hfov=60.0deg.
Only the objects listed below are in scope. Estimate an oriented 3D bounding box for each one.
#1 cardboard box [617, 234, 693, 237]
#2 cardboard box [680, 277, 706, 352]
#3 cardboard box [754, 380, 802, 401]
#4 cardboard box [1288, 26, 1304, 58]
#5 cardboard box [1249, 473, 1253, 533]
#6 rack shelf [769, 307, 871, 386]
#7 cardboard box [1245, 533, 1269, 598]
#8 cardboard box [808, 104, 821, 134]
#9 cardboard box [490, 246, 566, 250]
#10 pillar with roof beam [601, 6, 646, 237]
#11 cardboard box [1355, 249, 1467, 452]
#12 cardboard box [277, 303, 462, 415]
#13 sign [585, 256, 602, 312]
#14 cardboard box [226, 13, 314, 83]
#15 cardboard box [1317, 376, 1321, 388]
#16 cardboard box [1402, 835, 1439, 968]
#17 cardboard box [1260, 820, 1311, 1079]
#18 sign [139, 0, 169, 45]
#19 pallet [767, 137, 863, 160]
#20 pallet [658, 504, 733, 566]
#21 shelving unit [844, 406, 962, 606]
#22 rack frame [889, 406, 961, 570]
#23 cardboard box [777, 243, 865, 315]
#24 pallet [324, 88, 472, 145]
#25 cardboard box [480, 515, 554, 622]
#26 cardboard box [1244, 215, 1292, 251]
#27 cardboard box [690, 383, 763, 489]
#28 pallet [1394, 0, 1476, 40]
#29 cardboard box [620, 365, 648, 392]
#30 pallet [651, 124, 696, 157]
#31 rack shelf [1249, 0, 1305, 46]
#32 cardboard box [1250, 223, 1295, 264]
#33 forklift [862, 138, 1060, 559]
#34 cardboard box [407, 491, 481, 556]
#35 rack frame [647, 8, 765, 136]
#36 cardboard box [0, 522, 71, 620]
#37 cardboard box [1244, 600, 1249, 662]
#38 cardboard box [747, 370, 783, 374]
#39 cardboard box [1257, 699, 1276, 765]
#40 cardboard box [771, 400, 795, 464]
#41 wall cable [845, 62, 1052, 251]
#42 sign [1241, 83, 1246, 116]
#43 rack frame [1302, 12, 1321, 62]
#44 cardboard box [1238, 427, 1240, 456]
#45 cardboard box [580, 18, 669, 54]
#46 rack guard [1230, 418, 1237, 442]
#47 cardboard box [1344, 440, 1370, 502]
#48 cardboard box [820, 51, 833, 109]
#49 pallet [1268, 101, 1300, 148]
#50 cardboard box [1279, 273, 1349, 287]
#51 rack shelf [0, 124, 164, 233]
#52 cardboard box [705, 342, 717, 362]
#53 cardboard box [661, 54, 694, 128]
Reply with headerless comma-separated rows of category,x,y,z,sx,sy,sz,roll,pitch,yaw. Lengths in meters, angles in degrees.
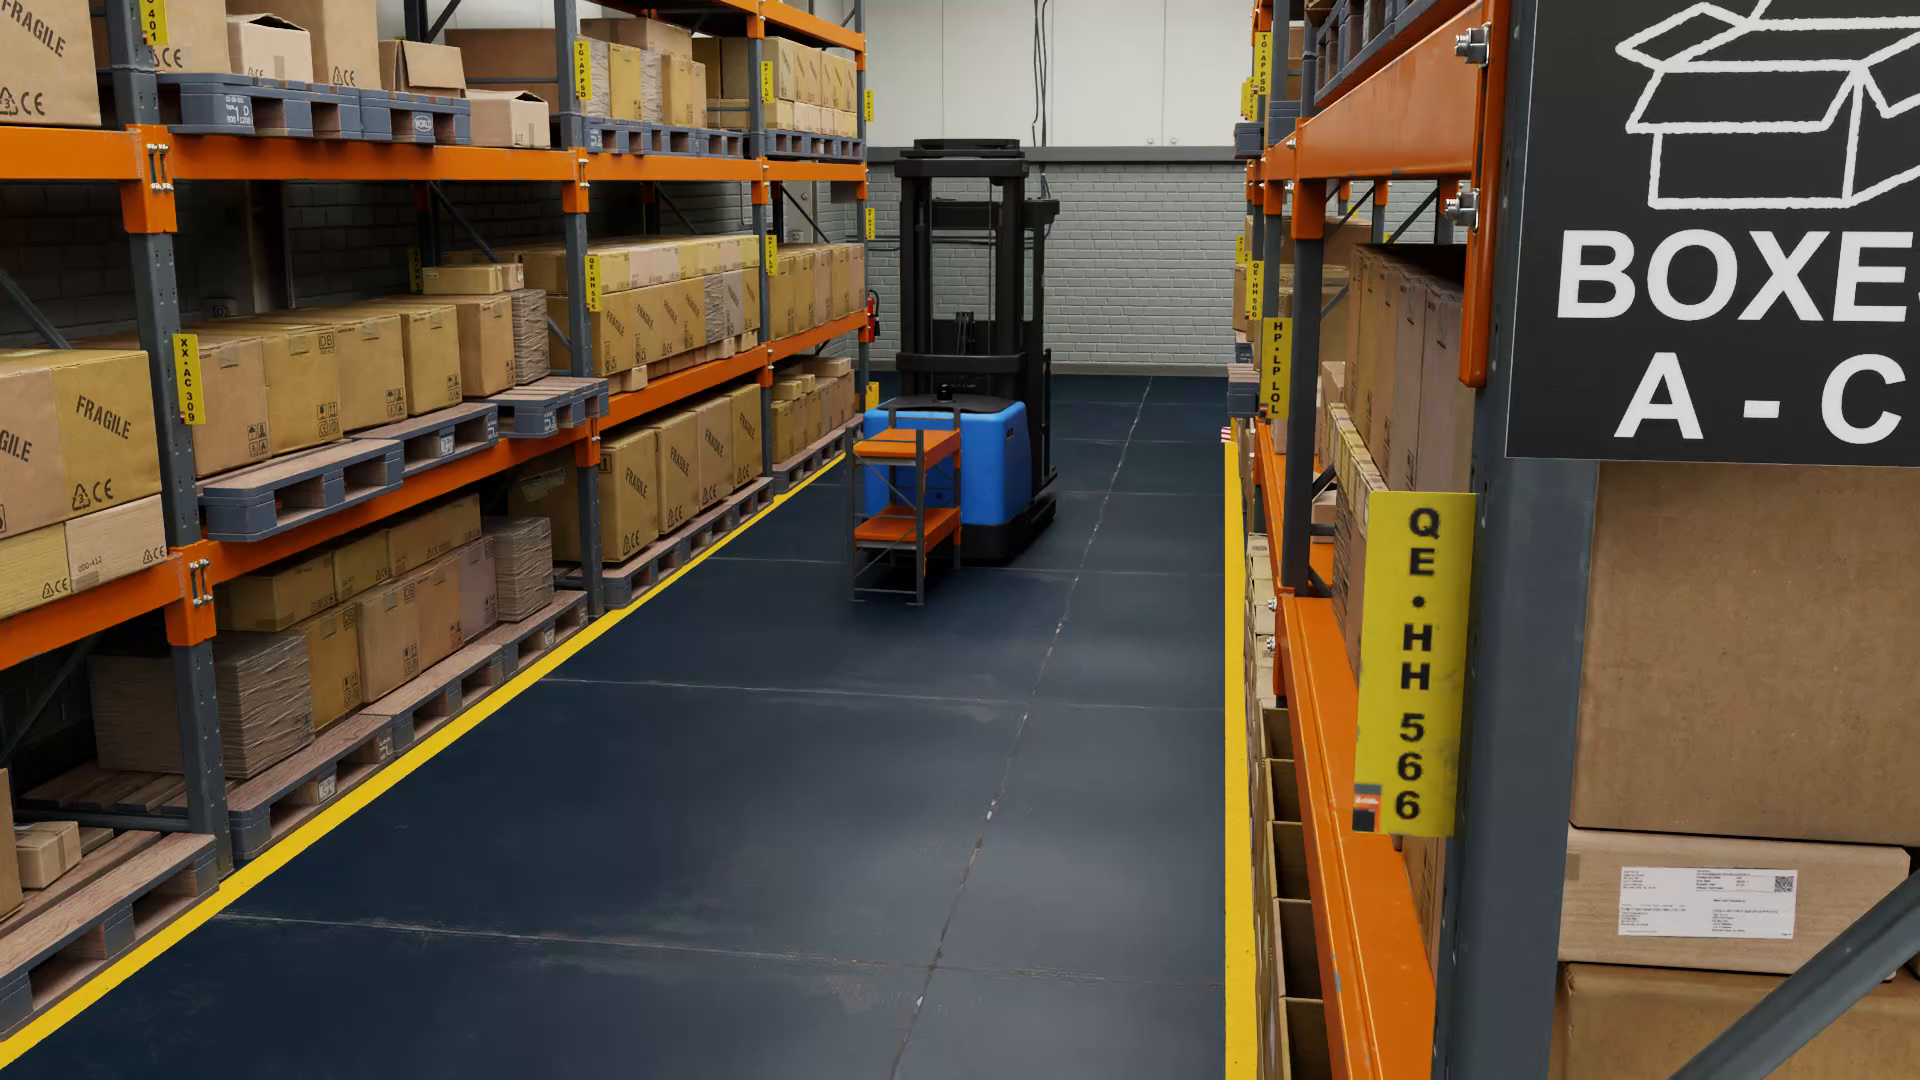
cardboard box,-2.426,-2.322,13.378,0.500,0.250,0.500,2,12,10
cardboard box,-2.146,-1.624,11.917,0.500,0.500,0.500,2,12,10
cardboard box,-1.649,-1.357,15.067,0.380,0.149,0.250,2,12,11
cardboard box,2.444,-3.068,11.019,0.600,0.600,0.600,1,12,6
cardboard box,2.174,-0.150,10.957,0.500,0.500,0.500,1,12,7
rack shelf,-1.791,-1.904,15.914,1.077,0.370,4.000,2,12,9
cardboard box,1.811,0.118,9.026,0.500,0.311,0.500,2,12,11
cardboard box,-1.567,-3.834,15.166,0.500,0.250,0.500,2,12,7
cardboard box,-2.817,-1.787,10.896,0.500,0.250,0.500,1,12,7
pillar with roof beam,1.408,-4.806,13.433,9.100,9.000,0.400,2,12,9
cardboard box,1.428,-0.499,4.372,0.700,0.500,0.500,2,12,9
cardboard box,-2.946,-0.912,8.323,0.700,0.500,0.500,2,12,9
sign,-2.176,-1.518,9.856,0.100,0.325,0.005,2,12,9
cardboard box,-3.071,-2.041,6.939,0.500,0.311,0.500,2,12,10
cardboard box,2.083,-0.729,8.966,0.500,0.311,0.500,3,12,12
cardboard box,1.194,0.461,2.999,0.700,0.500,0.500,2,12,9
cardboard box,1.032,1.053,4.237,0.500,0.500,0.500,2,12,9
sign,-2.791,-1.877,5.734,0.100,0.325,0.005,2,12,9
pallet,-1.587,-3.940,16.745,1.003,0.211,1.213,2,12,9
pallet,-2.328,-0.058,12.261,1.003,0.211,1.213,2,12,9
shelving unit,-0.358,-0.252,10.992,0.538,1.125,1.048,3,12,13
rack frame,-0.243,-0.356,11.476,0.500,1.125,0.032,3,12,13
cardboard box,-1.552,-2.712,17.244,0.980,0.700,0.700,2,12,11
pallet,-2.972,-1.889,7.465,1.213,0.211,1.003,2,12,9
cardboard box,-2.773,0.152,9.556,0.700,0.500,0.500,2,12,9
cardboard box,3.083,-2.966,16.524,0.500,0.500,0.500,2,12,10
cardboard box,-2.070,-0.854,13.441,0.750,0.750,0.750,2,12,9
pallet,1.086,-0.751,1.946,1.003,0.211,1.213,2,12,9
cardboard box,-2.262,-1.059,10.836,0.380,0.149,0.250,2,12,10
pallet,-2.498,-2.749,11.457,1.003,0.211,1.213,2,12,11
rack shelf,3.105,-4.675,14.541,1.077,0.370,4.000,2,12,9
cardboard box,2.619,-2.330,13.576,0.500,0.500,0.500,2,12,9
forklift,0.145,-1.562,12.783,1.130,2.935,3.031,3,12,13
cardboard box,-2.922,-0.098,8.936,0.500,0.250,0.500,2,12,10
rack frame,-2.098,-4.772,13.274,1.000,3.000,0.127,2,12,9
cardboard box,-3.187,0.102,5.209,0.500,0.250,0.500,2,12,9
cardboard box,1.735,0.497,8.599,0.500,0.250,0.500,2,12,7
cardboard box,-1.903,-1.539,15.911,0.380,0.149,0.250,2,12,8
cardboard box,1.346,0.757,6.058,0.500,0.311,0.500,2,12,9
cardboard box,-1.882,-0.975,14.832,0.700,0.500,0.500,2,12,9
wall cable,-0.260,-5.252,22.874,3.097,2.526,0.112,2,12,9
sign,2.876,-4.423,16.702,0.100,0.325,0.005,2,12,9
rack frame,1.567,-2.946,4.805,1.000,3.000,0.127,2,12,9
cardboard box,2.720,-0.864,14.719,0.500,0.311,0.500,2,12,9
cardboard box,-2.433,-3.641,12.088,0.500,0.250,0.500,1,12,7
rack guard,3.401,-1.274,17.219,1.175,0.500,0.348,2,12,9
cardboard box,1.219,-0.169,4.383,0.380,0.149,0.250,2,12,8
cardboard box,-1.486,-4.311,15.601,0.500,0.500,0.500,1,12,6
pallet,2.166,-2.076,8.336,1.213,0.211,1.003,2,12,11
cardboard box,2.586,-1.564,11.394,0.700,0.500,0.500,-1,12,-6
rack shelf,-3.636,-0.872,4.007,1.077,0.370,4.000,2,12,9
cardboard box,-2.056,-1.435,12.580,0.380,0.149,0.250,2,12,9
cardboard box,-2.364,-3.272,12.152,0.700,0.500,0.500,2,12,8
